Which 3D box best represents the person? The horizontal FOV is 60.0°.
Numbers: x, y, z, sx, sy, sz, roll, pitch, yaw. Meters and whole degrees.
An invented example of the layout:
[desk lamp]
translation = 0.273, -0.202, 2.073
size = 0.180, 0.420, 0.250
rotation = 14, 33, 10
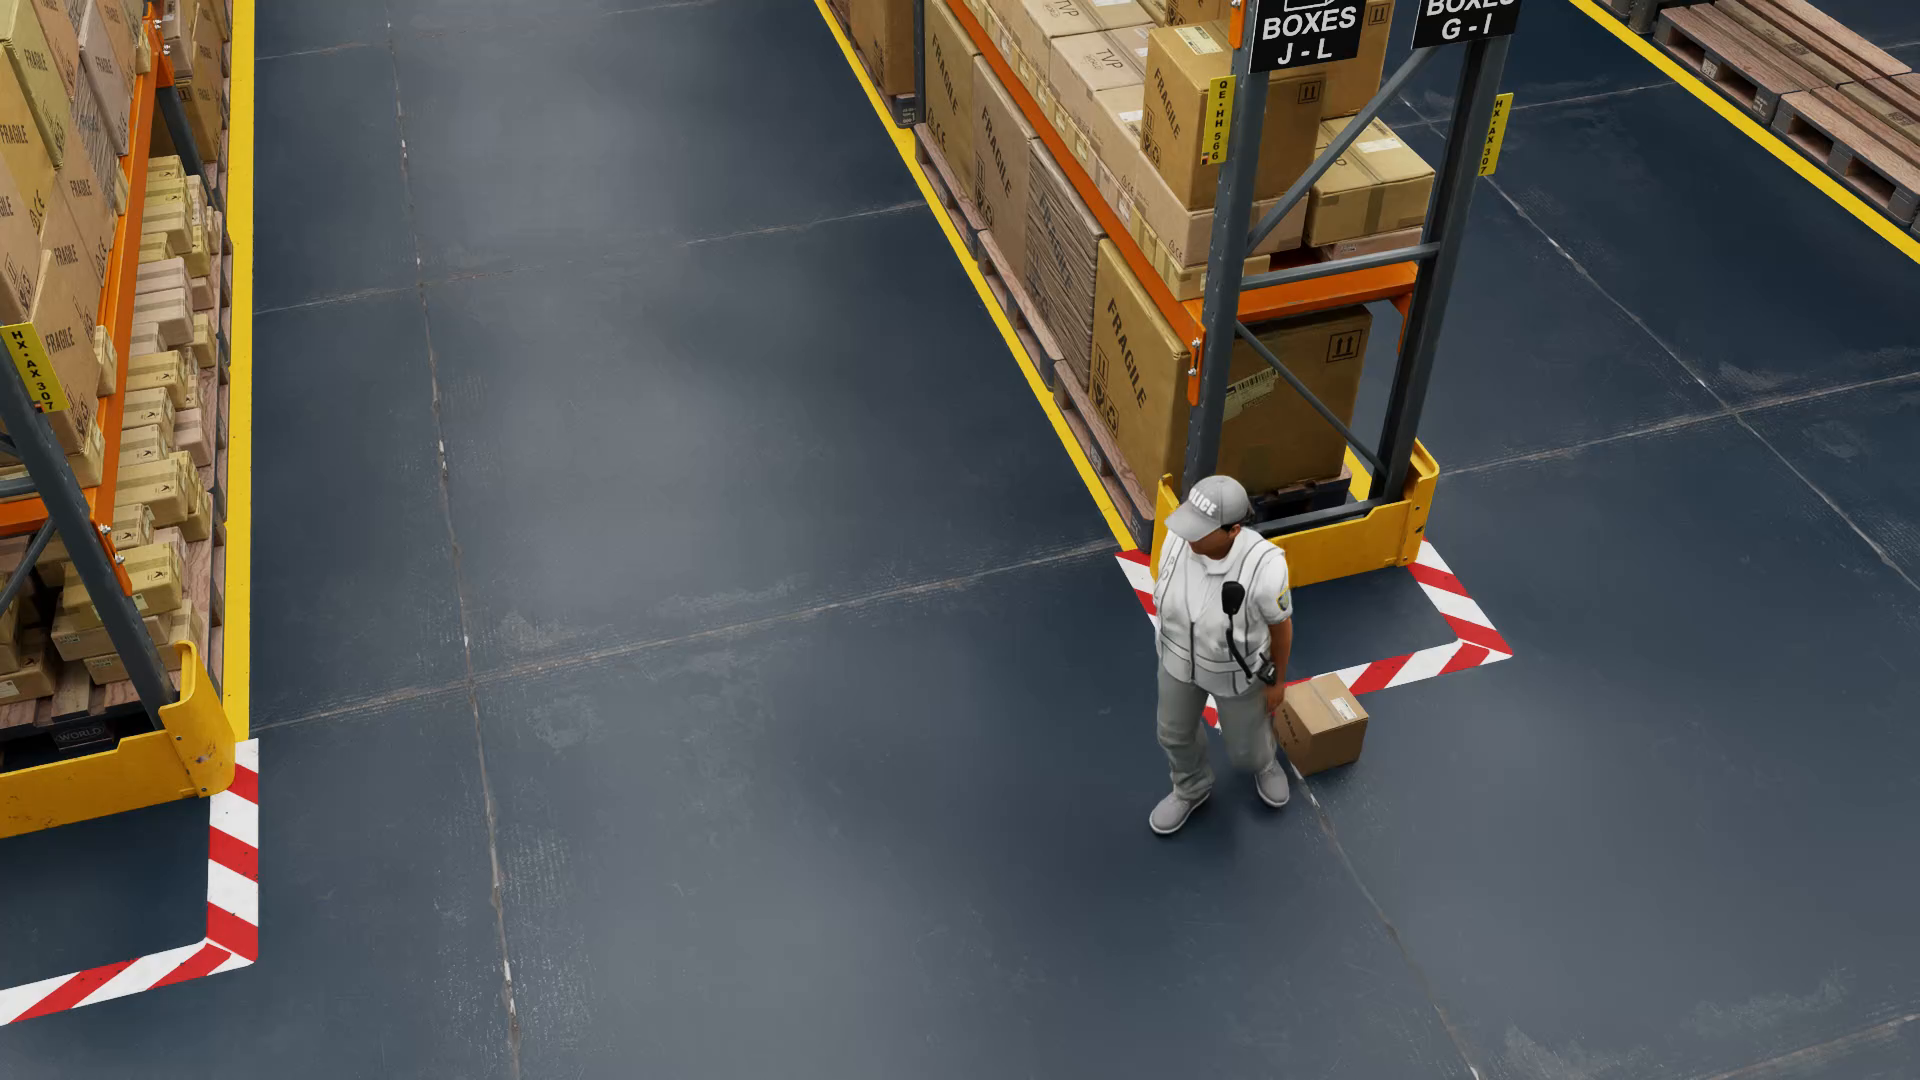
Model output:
[person]
translation = 0.801, 0.446, 5.660
size = 0.547, 1.654, 0.523
rotation = 32, 51, 30
